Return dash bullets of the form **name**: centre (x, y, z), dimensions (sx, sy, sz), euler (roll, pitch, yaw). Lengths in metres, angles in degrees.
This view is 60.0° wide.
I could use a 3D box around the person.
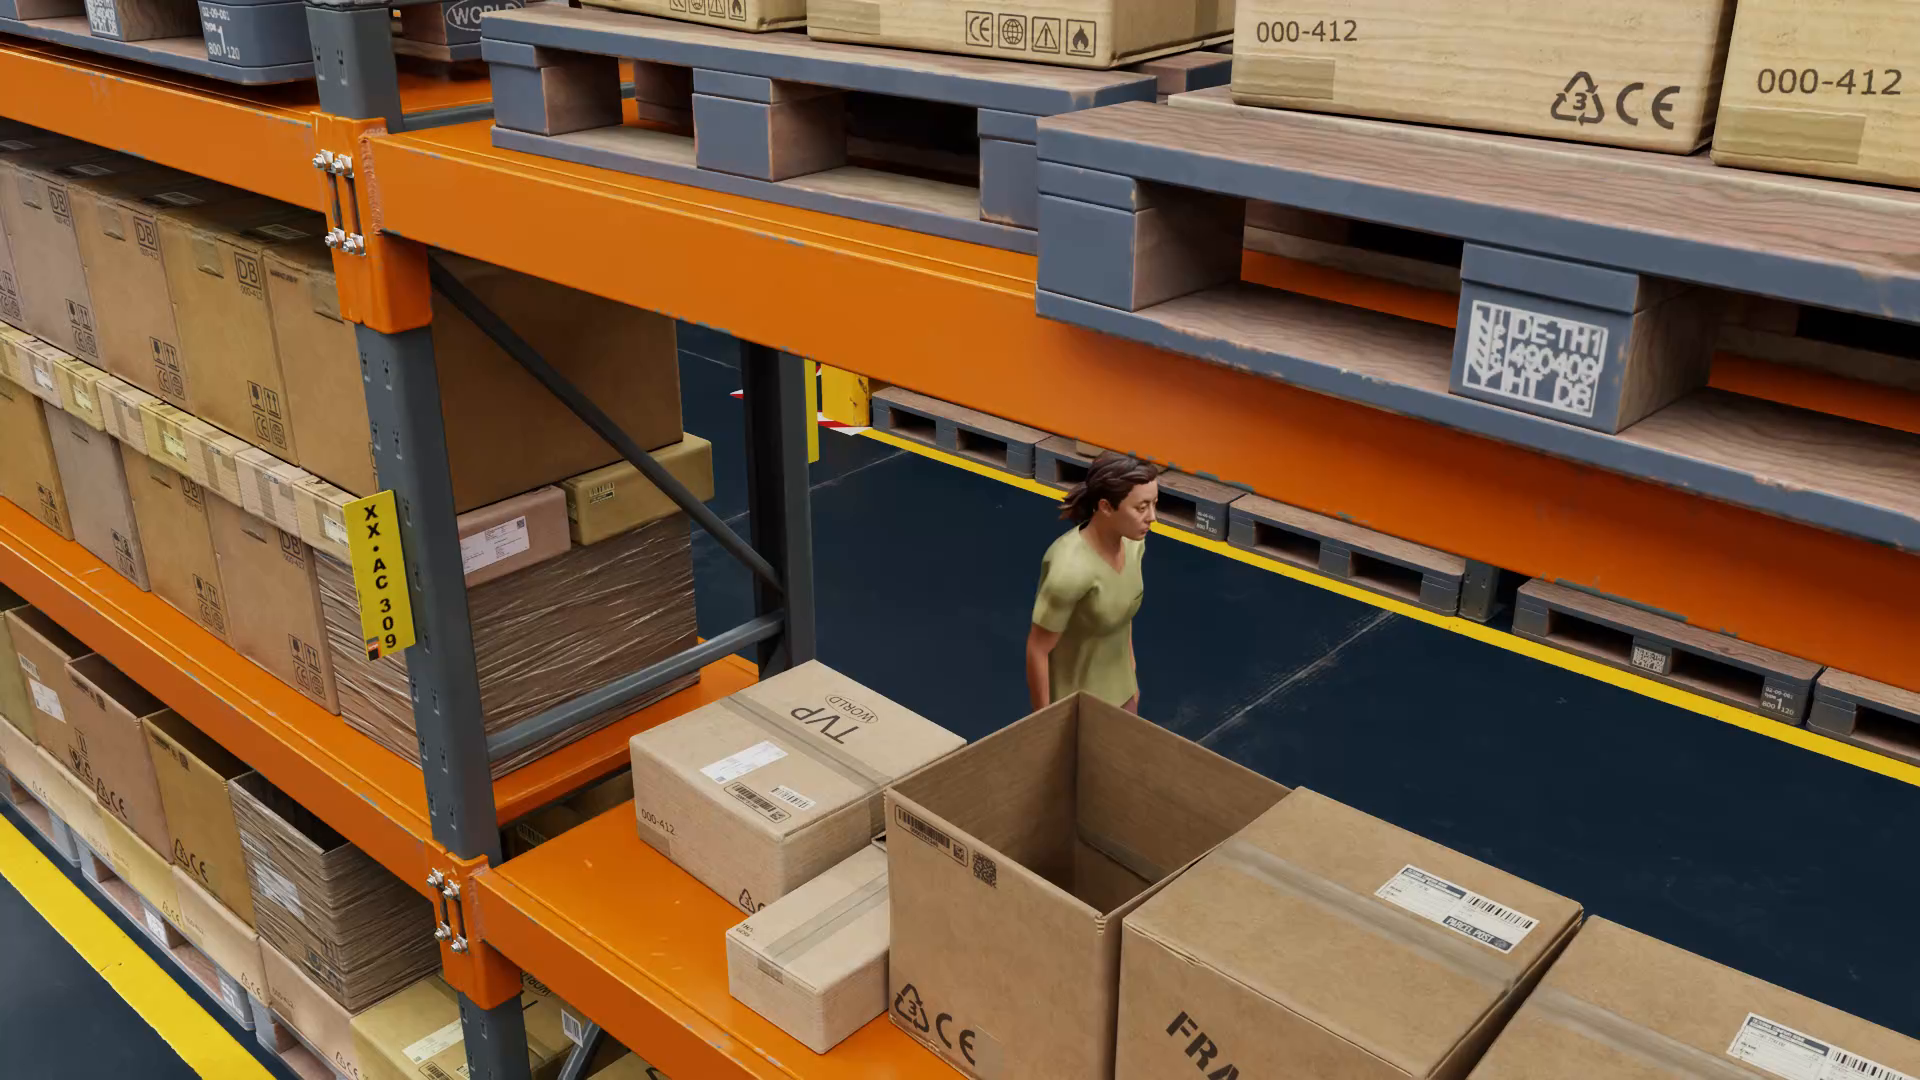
- **person**: centre (0.420, 0.513, 4.954), dimensions (0.416, 1.671, 0.510), euler (18, 30, 35)
